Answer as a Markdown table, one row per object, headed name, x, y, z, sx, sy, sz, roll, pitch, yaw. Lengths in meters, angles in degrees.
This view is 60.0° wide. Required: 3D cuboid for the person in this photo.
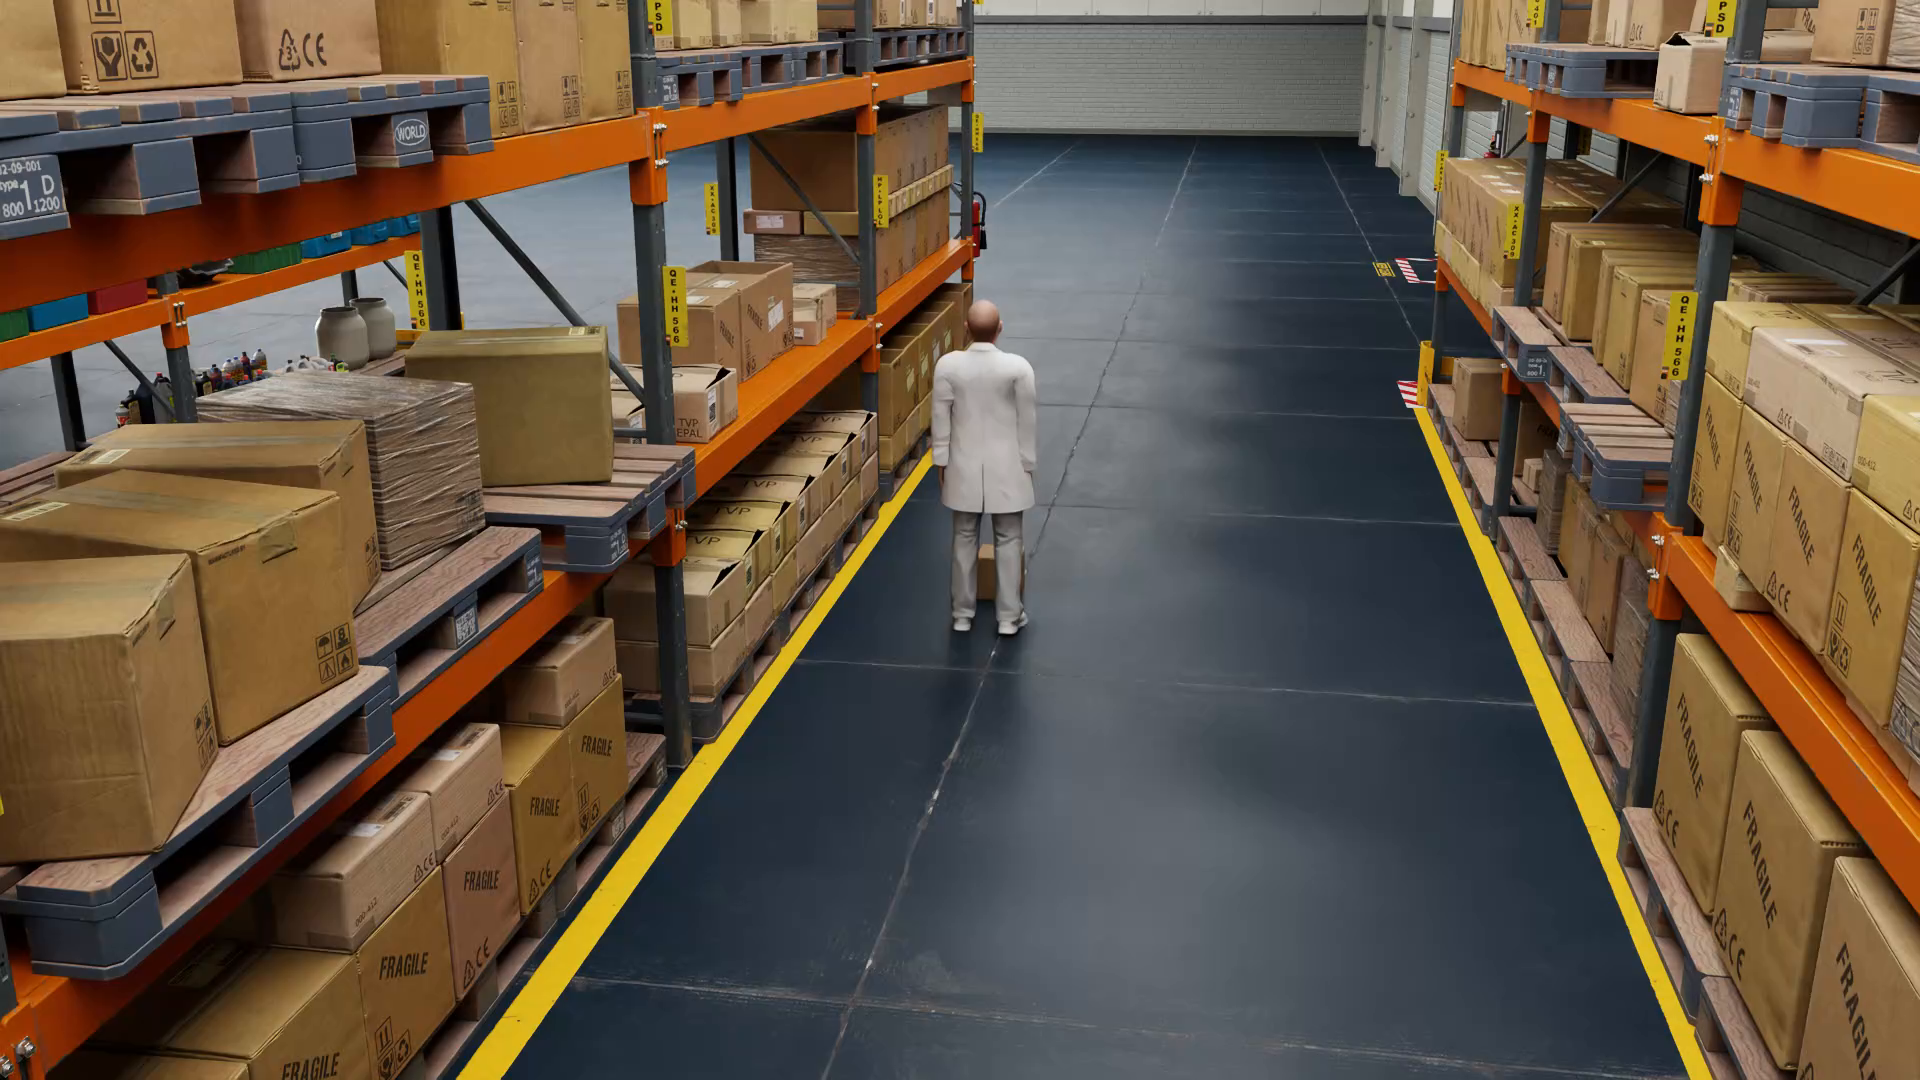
| name | x | y | z | sx | sy | sz | roll | pitch | yaw |
| --- | --- | --- | --- | --- | --- | --- | --- | --- | --- |
| person | 0.126 | -0.384 | 8.806 | 0.566 | 1.791 | 0.396 | 3 | 18 | 10 |
